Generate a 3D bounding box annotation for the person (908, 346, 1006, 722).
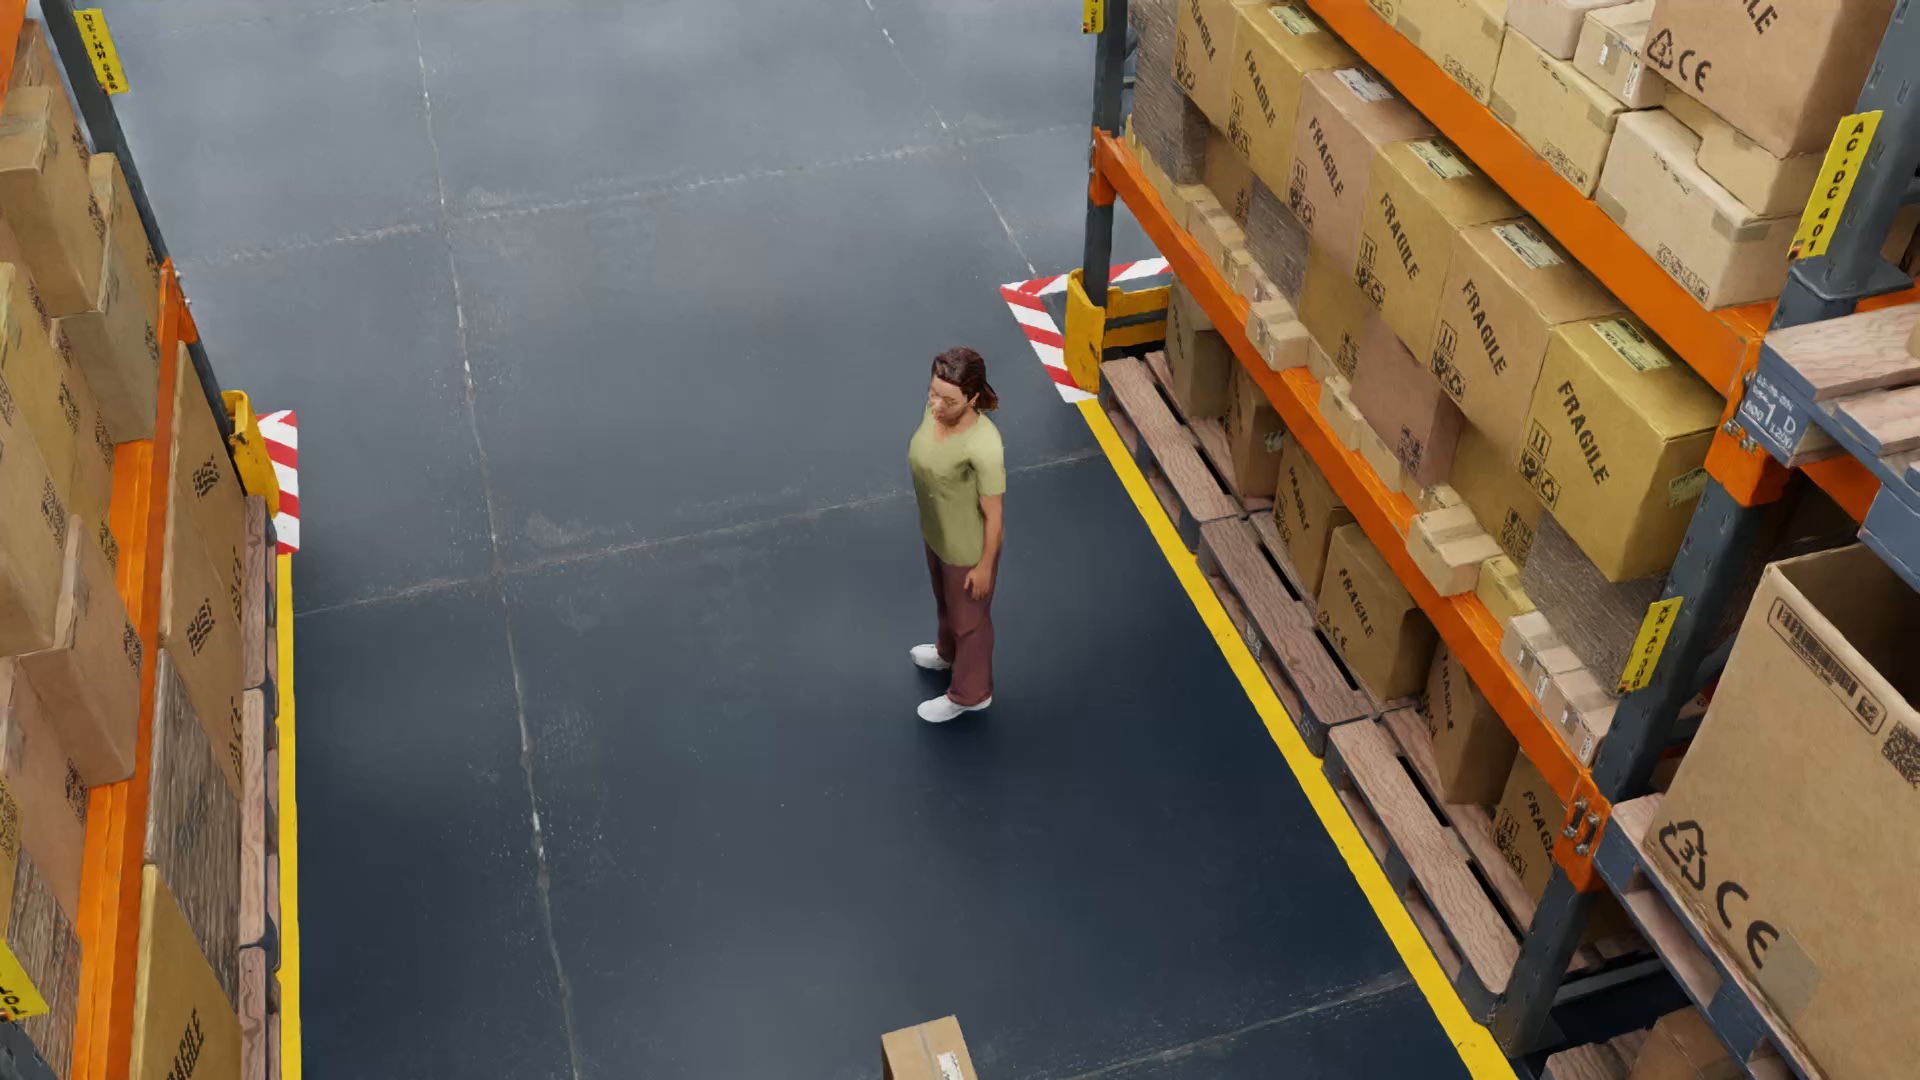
[{"bbox_3d":[-0.039,-0.004,6.135,0.358,1.673,0.525,-19,46,-19],"label":"person"}]
